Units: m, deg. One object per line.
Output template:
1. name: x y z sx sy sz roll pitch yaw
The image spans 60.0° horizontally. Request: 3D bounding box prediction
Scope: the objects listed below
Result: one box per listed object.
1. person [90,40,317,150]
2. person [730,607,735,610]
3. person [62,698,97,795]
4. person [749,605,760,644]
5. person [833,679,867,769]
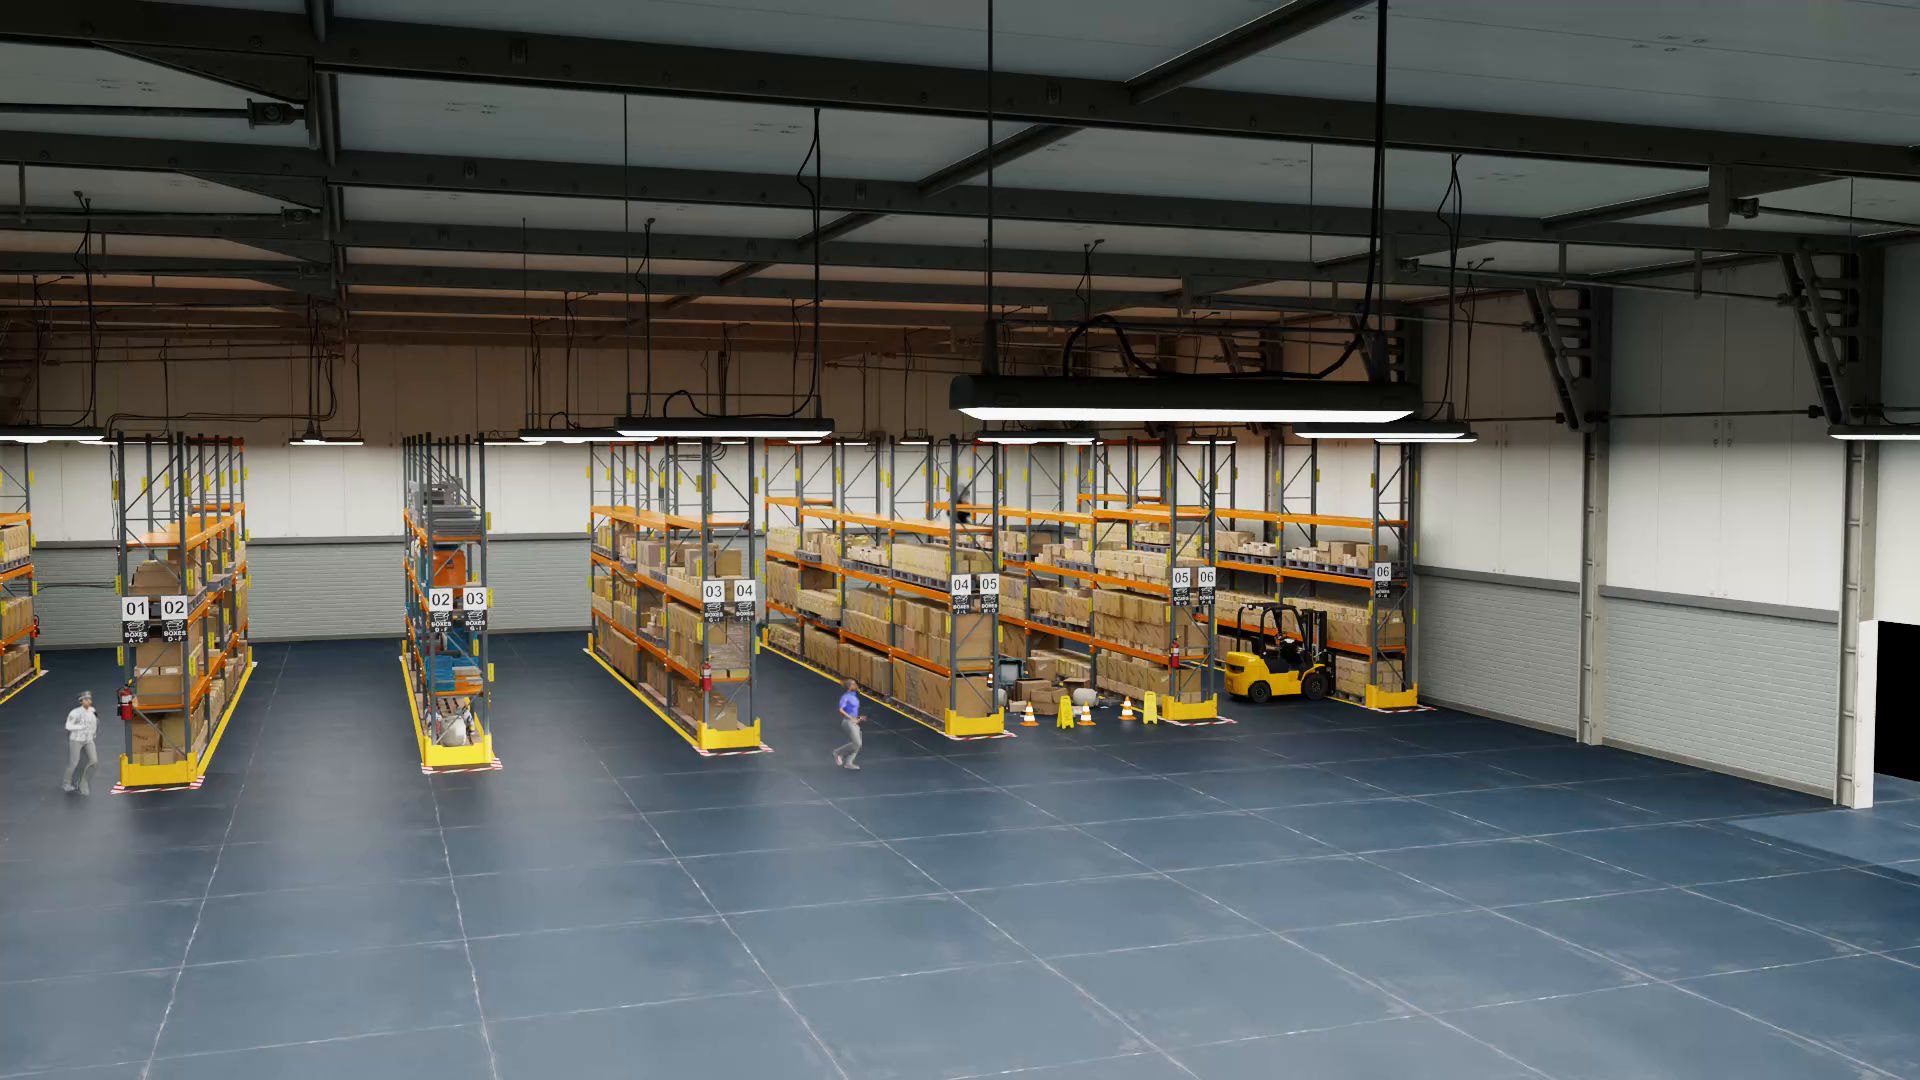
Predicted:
1. person: -10.144 -0.292 27.731 20.671 9.043 31.525 -1 3 -25
2. person: -6.683 2.253 48.819 0.630 1.519 0.754 -3 4 -43
3. person: -14.520 3.393 27.564 0.704 1.681 0.612 2 4 34
4. person: -5.749 2.335 45.167 0.685 1.735 0.773 -1 3 -15
5. person: -1.965 3.274 29.621 0.549 1.609 0.556 1 3 15
